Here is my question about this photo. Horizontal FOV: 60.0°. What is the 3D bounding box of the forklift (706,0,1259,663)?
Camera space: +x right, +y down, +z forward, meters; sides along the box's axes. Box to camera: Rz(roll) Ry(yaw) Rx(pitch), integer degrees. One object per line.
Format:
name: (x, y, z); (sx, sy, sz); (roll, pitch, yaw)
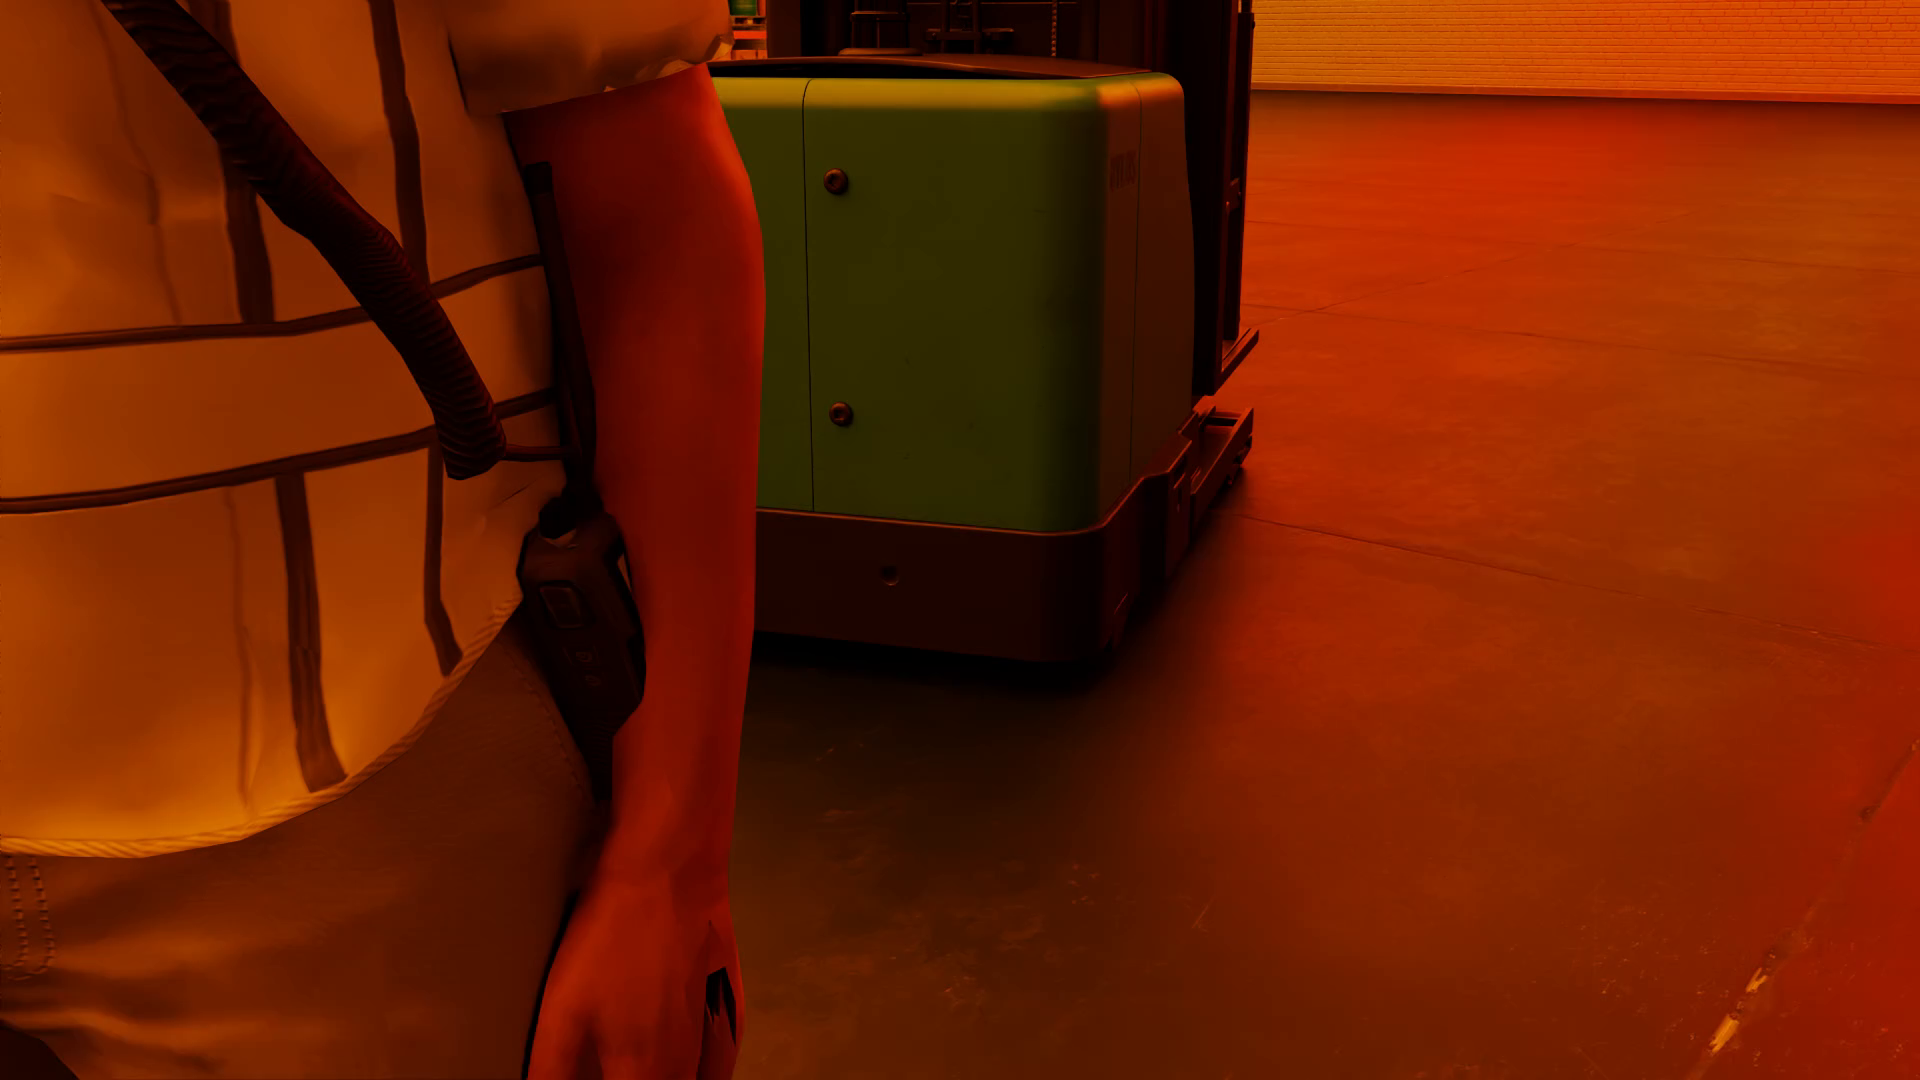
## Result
forklift: (0.182, -1.571, 4.072); (1.130, 2.935, 3.031); (5, 18, 17)
